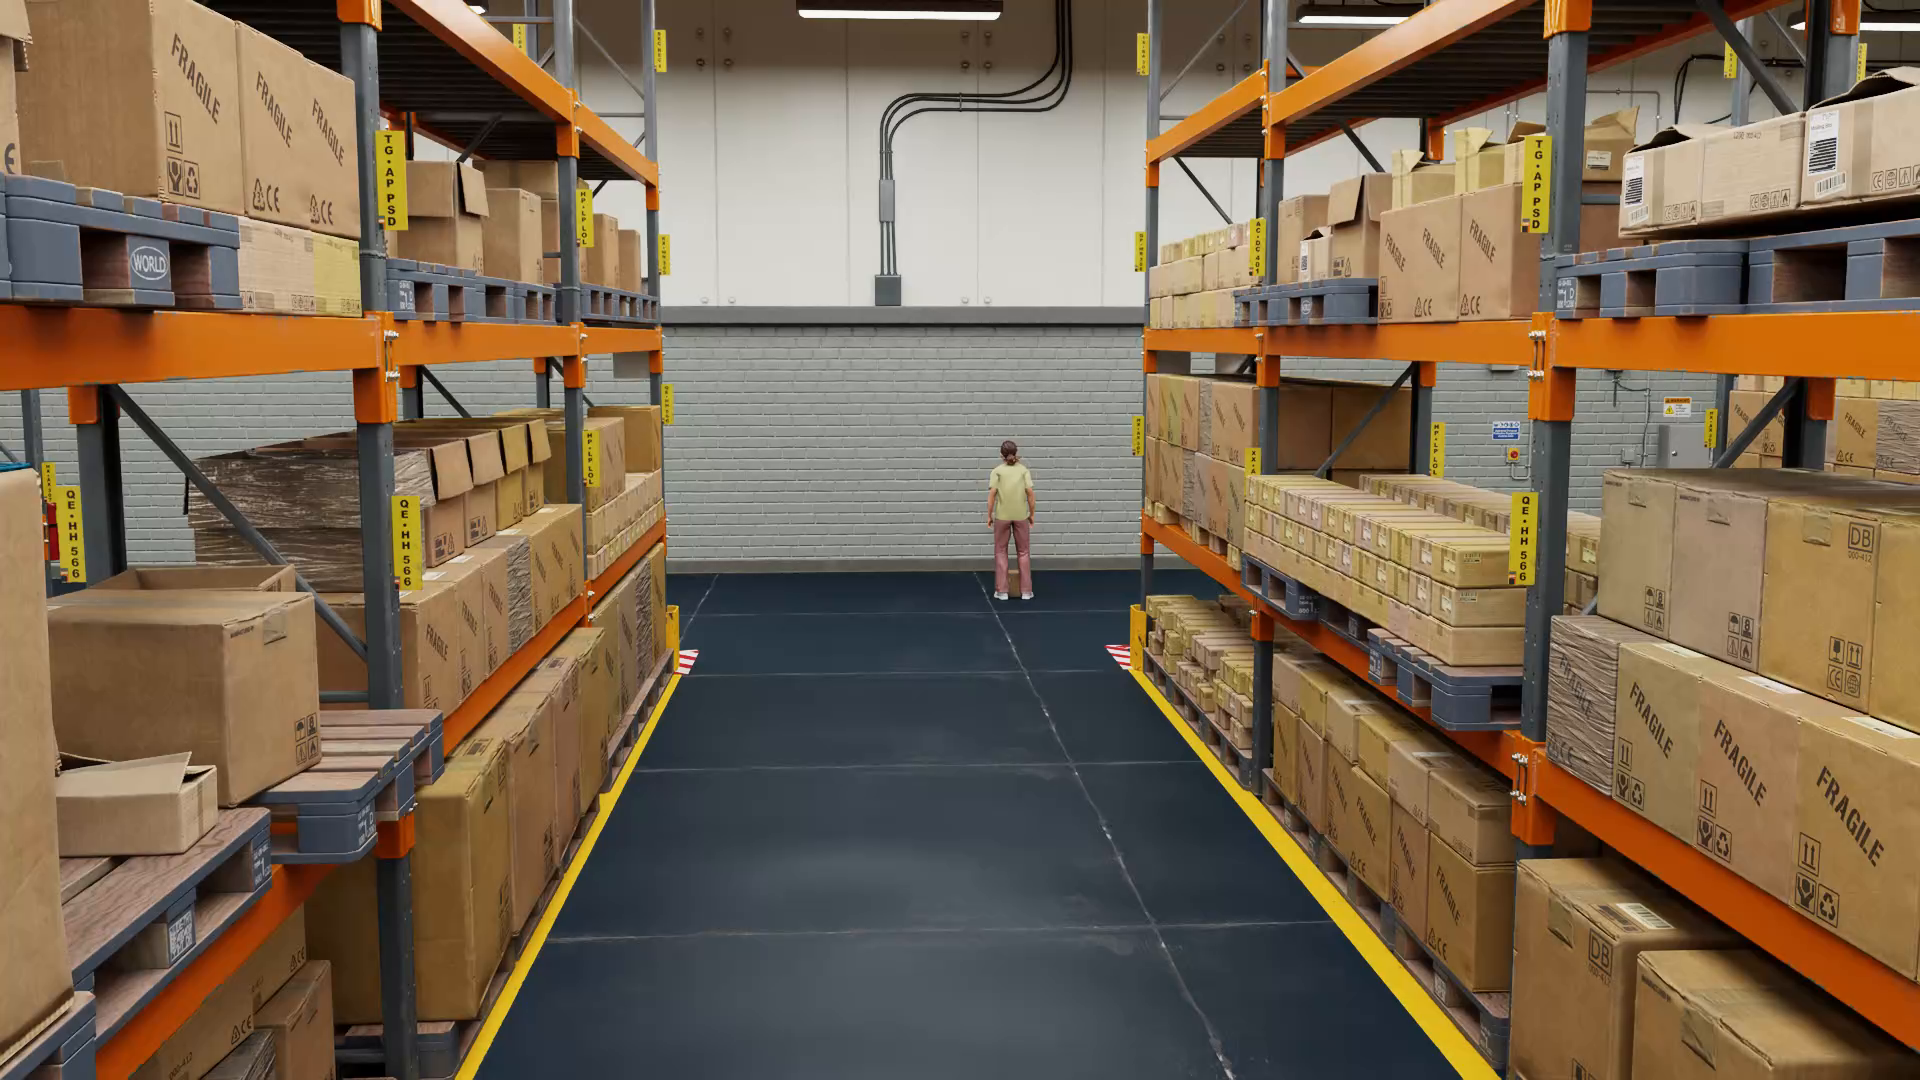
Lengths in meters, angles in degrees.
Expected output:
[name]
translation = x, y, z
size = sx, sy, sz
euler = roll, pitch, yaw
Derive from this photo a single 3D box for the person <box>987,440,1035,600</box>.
[person]
translation = 0.536, -0.211, 17.491
size = 0.513, 1.673, 0.356
euler = -1, 7, -6
